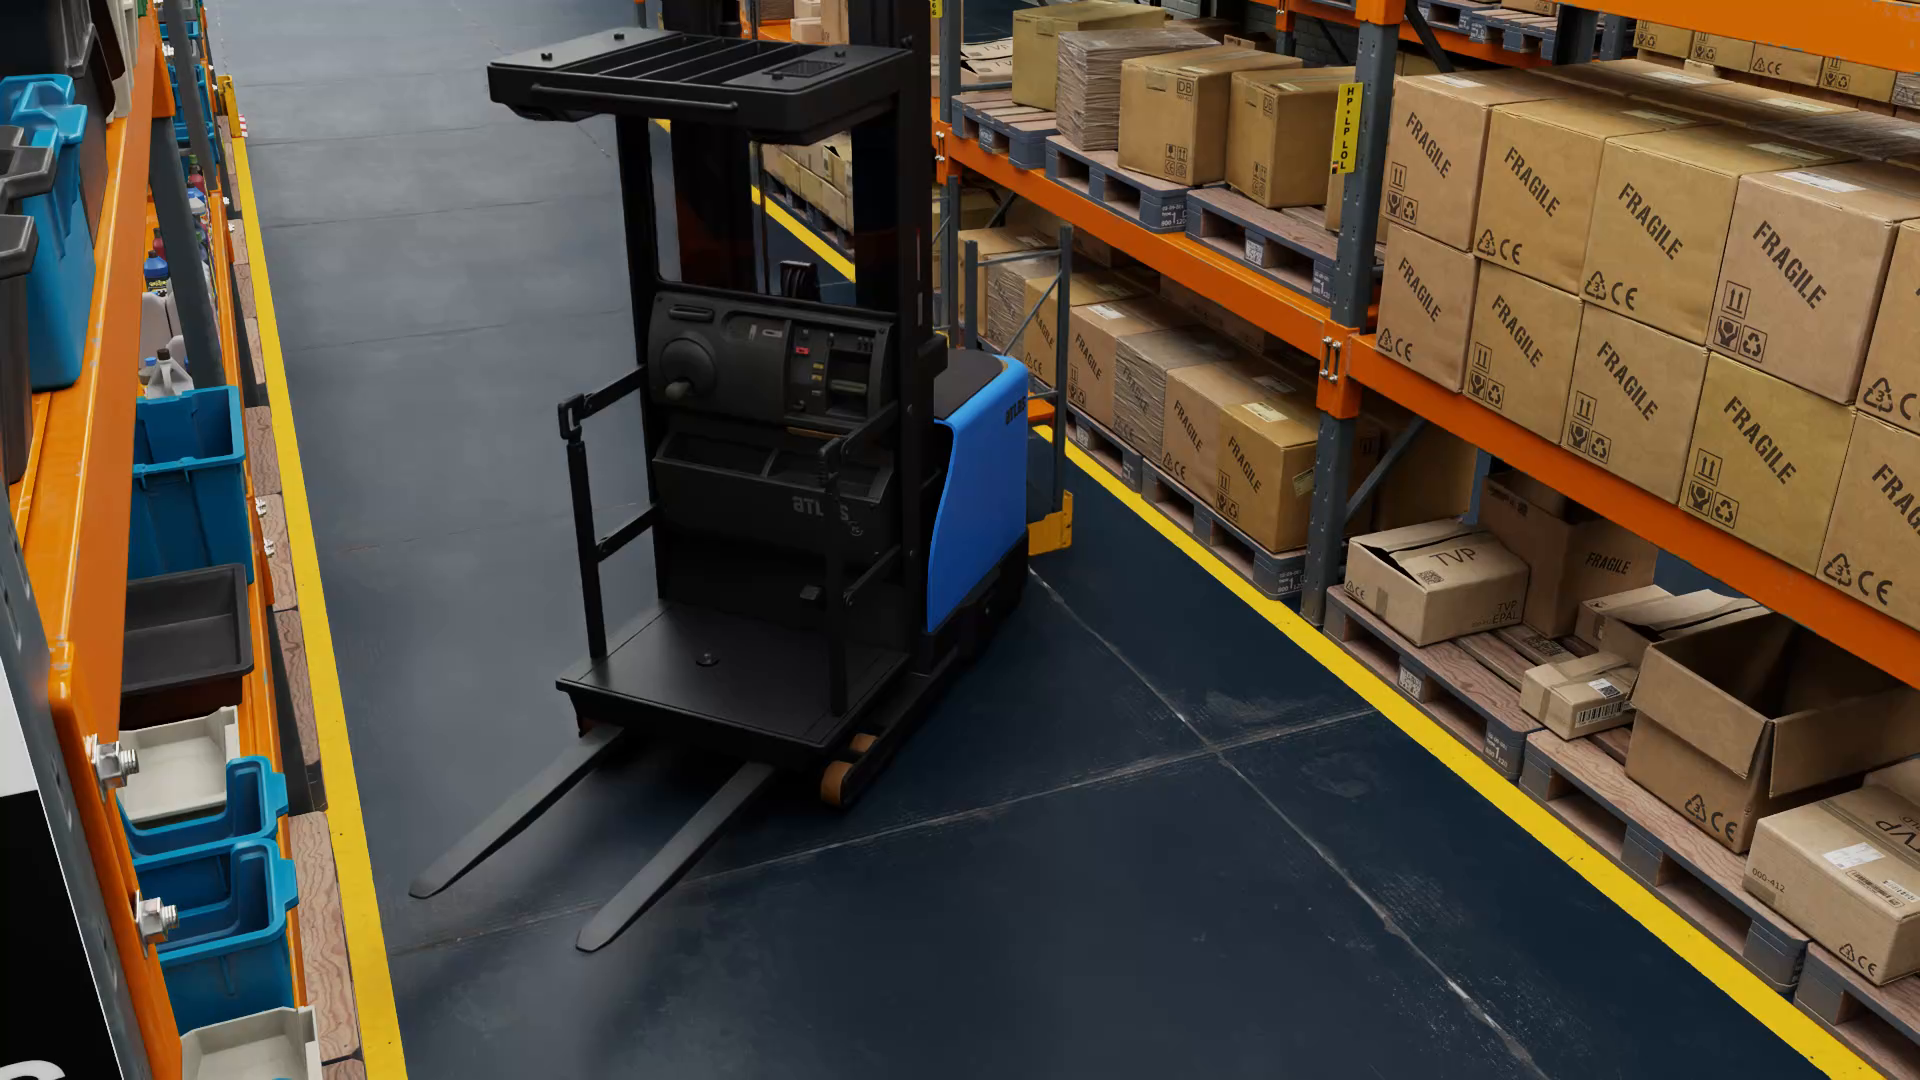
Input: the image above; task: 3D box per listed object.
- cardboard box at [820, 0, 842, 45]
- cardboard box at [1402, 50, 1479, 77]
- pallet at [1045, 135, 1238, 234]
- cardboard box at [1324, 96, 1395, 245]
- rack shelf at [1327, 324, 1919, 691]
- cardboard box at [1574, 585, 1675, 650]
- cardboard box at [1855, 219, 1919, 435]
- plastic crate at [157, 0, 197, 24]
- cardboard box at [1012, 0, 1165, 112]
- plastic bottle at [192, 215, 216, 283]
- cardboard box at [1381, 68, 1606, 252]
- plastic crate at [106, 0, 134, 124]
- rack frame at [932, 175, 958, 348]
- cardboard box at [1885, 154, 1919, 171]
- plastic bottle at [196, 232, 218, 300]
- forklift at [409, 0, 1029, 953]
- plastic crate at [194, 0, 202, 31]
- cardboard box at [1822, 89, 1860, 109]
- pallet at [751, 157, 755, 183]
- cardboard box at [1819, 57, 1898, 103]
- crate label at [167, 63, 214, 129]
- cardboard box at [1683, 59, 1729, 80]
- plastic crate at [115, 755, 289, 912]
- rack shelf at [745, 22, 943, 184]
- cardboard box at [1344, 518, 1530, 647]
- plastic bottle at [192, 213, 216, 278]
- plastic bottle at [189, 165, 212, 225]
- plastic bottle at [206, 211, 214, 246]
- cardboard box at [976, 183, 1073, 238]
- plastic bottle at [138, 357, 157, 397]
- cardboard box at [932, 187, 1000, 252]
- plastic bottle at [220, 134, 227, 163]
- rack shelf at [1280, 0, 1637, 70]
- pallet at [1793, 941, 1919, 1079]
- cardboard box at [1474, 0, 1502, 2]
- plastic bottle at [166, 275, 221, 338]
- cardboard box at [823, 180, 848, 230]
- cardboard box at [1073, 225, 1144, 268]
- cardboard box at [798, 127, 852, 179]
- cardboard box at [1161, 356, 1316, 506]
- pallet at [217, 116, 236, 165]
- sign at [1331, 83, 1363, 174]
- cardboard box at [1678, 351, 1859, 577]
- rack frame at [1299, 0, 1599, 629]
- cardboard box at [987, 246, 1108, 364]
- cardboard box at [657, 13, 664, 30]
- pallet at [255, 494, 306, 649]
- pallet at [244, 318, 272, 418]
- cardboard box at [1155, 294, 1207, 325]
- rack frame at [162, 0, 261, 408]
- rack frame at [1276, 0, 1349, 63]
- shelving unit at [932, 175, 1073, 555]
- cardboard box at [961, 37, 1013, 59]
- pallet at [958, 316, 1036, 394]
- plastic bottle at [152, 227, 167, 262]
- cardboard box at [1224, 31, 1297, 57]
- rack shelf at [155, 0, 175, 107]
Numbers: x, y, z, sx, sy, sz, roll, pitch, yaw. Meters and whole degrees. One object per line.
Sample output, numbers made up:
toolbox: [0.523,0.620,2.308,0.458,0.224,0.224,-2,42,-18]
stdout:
cardboard box: [-0.712,-3.833,12.069,0.500,0.500,0.500,-9,27,-17]
cardboard box: [4.039,-3.897,13.806,0.500,0.250,0.500,-11,28,-22]
pallet: [1.128,-1.829,8.295,1.003,0.211,1.213,-11,28,-21]
cardboard box: [1.949,-1.548,6.908,0.700,0.500,0.500,-22,34,-37]
rack shelf: [2.712,0.046,5.056,1.077,0.370,4.000,-11,28,-21]
cardboard box: [2.615,0.321,6.421,0.380,0.149,0.250,-11,28,-21]
cardboard box: [2.662,-0.509,4.119,0.500,0.500,0.500,-10,28,-19]
plastic crate: [-5.292,-3.350,11.120,0.402,0.464,0.583,-11,28,-21]
cardboard box: [0.712,-2.698,9.264,0.700,0.500,0.500,-22,34,-37]
plastic bottle: [-3.175,-1.205,6.855,0.144,0.351,0.185,-11,28,-21]
cardboard box: [1.854,-1.340,5.822,0.500,0.500,0.500,-10,28,-19]
plastic crate: [-1.648,-0.862,2.814,0.437,0.282,0.530,-11,28,-21]
rack frame: [-0.237,-0.998,8.085,0.500,1.500,0.032,-13,29,-25]
cardboard box: [2.961,-0.806,4.728,0.500,0.500,0.500,-11,28,-21]
plastic bottle: [-3.074,-1.117,6.752,0.061,0.283,0.133,-11,28,-21]
forklift: [-0.760,-0.592,5.622,1.130,2.935,3.031,11,28,21]
plastic crate: [-6.035,-3.966,12.695,0.450,0.188,0.662,-11,28,-21]
cardboard box: [5.445,-2.658,10.038,0.380,0.149,0.250,-10,28,-20]
pallet: [-1.477,-3.389,14.451,1.003,0.211,1.213,-11,28,-21]
cardboard box: [5.474,-2.877,9.748,0.500,0.500,0.500,-10,28,-19]
crate label: [-4.337,-2.313,9.028,0.502,0.435,0.616,-11,28,-21]
cardboard box: [4.951,-3.050,10.842,0.380,0.149,0.250,-10,28,-19]
plastic crate: [-1.491,0.619,3.185,0.416,0.233,0.300,-11,28,-21]
rack shelf: [-0.421,-3.183,11.671,1.077,0.370,4.000,-11,28,-21]
cardboard box: [1.894,0.133,6.622,0.500,0.311,0.500,-11,28,-21]
plastic bottle: [-3.199,-1.246,7.016,0.061,0.283,0.133,-11,28,-21]
plastic bottle: [-3.556,-1.614,7.770,0.061,0.283,0.133,-11,28,-21]
plastic bottle: [-3.413,-1.410,7.445,0.097,0.201,0.097,0,26,0]
cardboard box: [0.427,-2.166,10.784,0.500,0.311,0.500,-10,28,-19]
plastic bottle: [-2.712,-0.517,5.616,0.097,0.201,0.097,0,26,0]
cardboard box: [-0.070,-2.073,10.594,0.500,0.311,0.500,-10,28,-19]
plastic bottle: [-6.011,-3.192,13.386,0.144,0.351,0.185,-9,28,-18]
rack shelf: [4.135,-4.036,13.417,1.077,0.370,4.000,-11,28,-21]
pallet: [3.152,1.431,4.578,1.003,0.211,1.213,-11,28,-21]
cardboard box: [4.217,-4.482,12.895,0.700,0.500,0.500,-11,28,-21]
plastic bottle: [-2.915,-0.899,6.313,0.152,0.276,0.135,-11,28,-21]
cardboard box: [-0.672,-2.441,11.986,0.500,0.250,0.500,-10,28,-20]
cardboard box: [0.970,-1.751,9.411,0.500,0.250,0.500,-9,28,-19]
cardboard box: [-0.877,-2.898,12.282,0.500,0.311,0.500,-12,28,-22]
cardboard box: [1.286,-0.510,7.723,0.500,0.500,0.500,-10,28,-20]
pallet: [-6.944,-3.475,14.626,1.003,0.211,1.213,-11,28,-21]
sign: [1.419,-1.508,6.100,0.100,0.325,0.005,-11,28,-21]
cardboard box: [2.475,-0.263,4.756,0.500,0.500,0.500,-11,28,-21]
rack frame: [1.929,-1.084,6.552,1.000,3.000,0.127,-11,28,-21]
cardboard box: [0.488,-1.330,9.404,0.500,0.500,0.500,-12,28,-22]
cardboard box: [-2.568,-4.763,15.886,0.500,0.500,0.500,-11,28,-21]
pallet: [-3.376,0.206,7.087,1.003,0.211,1.213,-11,28,-21]
pallet: [-4.465,-0.916,9.385,1.003,0.211,1.213,-11,28,-21]
cardboard box: [1.358,-1.017,8.761,0.500,0.500,0.500,-12,28,-23]
rack frame: [-4.197,-1.850,8.119,1.000,3.000,0.127,-11,28,-21]
rack frame: [3.352,-5.167,14.913,1.000,3.000,0.127,-11,28,-21]
shelving unit: [0.009,-0.798,7.676,0.587,1.500,1.083,-13,29,-25]
cardboard box: [0.190,-3.053,10.687,0.500,0.311,0.500,-11,28,-21]
pallet: [0.620,-1.138,9.841,1.003,0.211,1.213,-11,28,-21]
plastic bottle: [-3.259,-1.146,6.812,0.061,0.283,0.133,-11,28,-21]
cardboard box: [2.909,-4.653,16.209,0.500,0.500,0.500,-13,29,-24]
rack shelf: [-3.414,-2.067,5.965,1.077,0.370,4.000,-11,28,-21]
